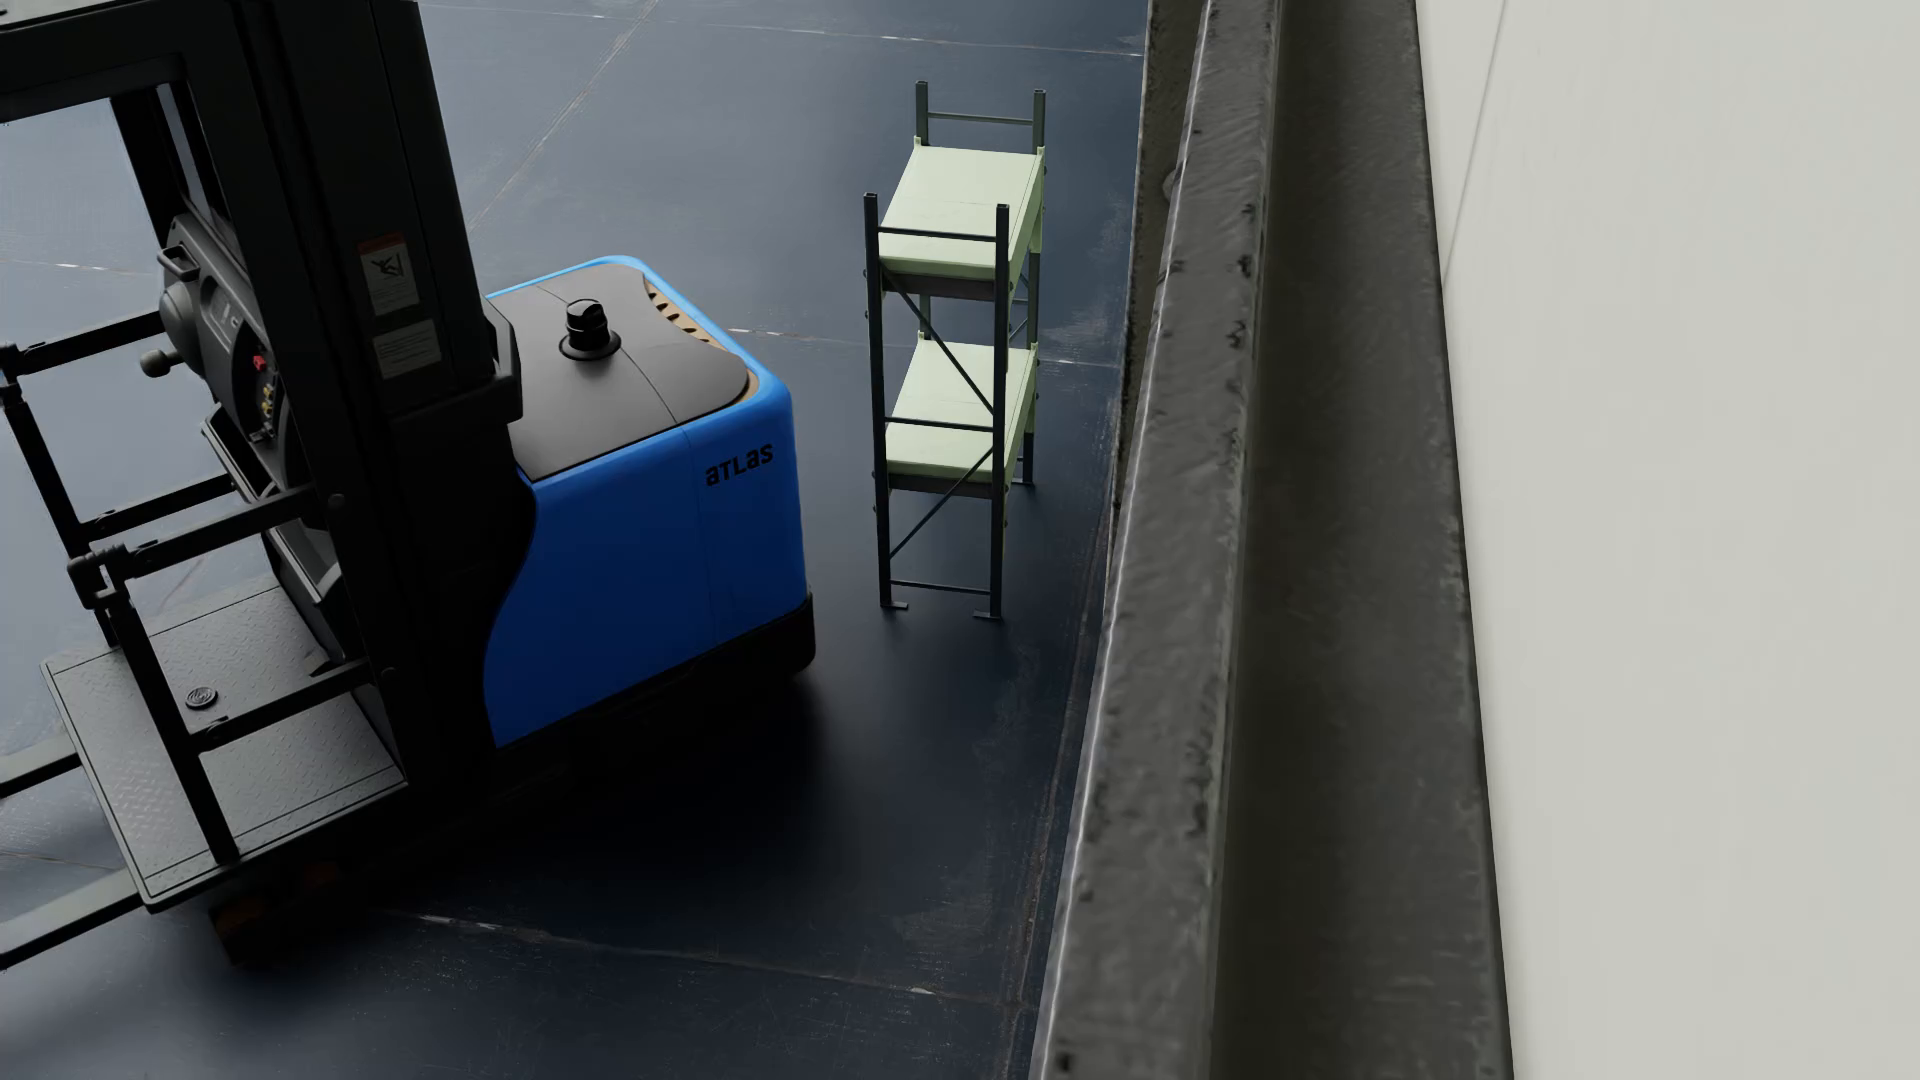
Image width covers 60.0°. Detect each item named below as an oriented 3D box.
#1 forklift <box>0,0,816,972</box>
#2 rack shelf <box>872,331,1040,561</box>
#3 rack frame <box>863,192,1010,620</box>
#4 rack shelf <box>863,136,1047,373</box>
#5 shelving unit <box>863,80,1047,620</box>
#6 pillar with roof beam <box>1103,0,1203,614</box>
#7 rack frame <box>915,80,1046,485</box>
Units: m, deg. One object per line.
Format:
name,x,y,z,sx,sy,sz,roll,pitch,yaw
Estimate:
forklift,-1.940,-0.407,3.942,3.031,2.935,1.130,-25,46,-27
rack shelf,-0.001,-0.323,5.475,0.431,0.370,0.720,6,40,8
rack frame,-0.064,-0.344,4.989,0.400,1.500,0.023,6,40,8
rack shelf,-0.001,-0.875,5.018,0.431,0.370,0.720,6,40,8
shelving unit,-0.001,-0.574,5.267,0.431,1.500,0.755,6,40,8
pillar with roof beam,-3.784,-2.707,1.962,9.100,9.000,0.400,6,40,8
rack frame,0.062,-0.804,5.545,0.400,1.500,0.023,6,40,8
